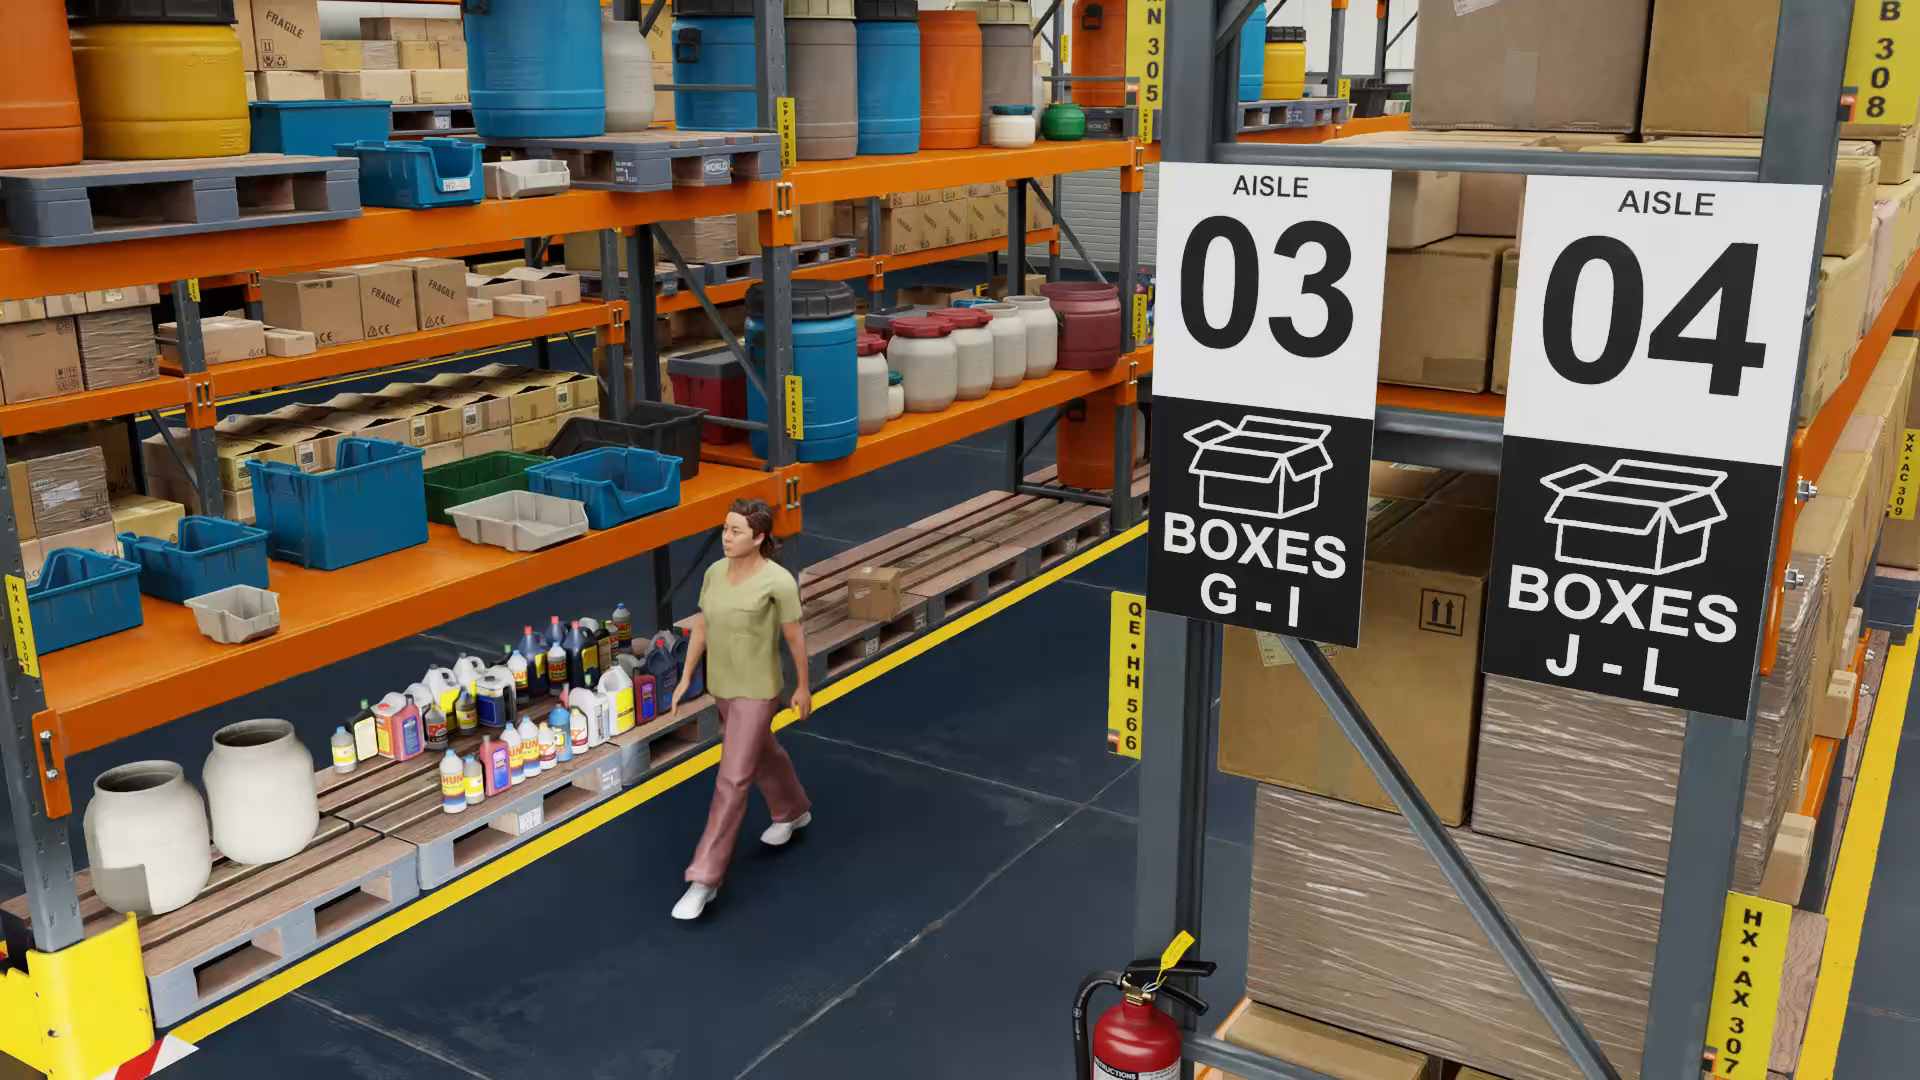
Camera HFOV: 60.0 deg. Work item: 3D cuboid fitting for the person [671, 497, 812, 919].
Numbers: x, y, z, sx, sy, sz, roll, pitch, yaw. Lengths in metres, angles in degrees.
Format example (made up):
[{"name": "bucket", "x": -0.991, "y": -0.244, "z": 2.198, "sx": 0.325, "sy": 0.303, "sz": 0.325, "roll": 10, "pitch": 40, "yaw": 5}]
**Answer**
[{"name": "person", "x": -0.953, "y": 0.624, "z": 6.847, "sx": 0.459, "sy": 1.611, "sz": 1.028, "roll": 11, "pitch": 20, "yaw": 34}]
